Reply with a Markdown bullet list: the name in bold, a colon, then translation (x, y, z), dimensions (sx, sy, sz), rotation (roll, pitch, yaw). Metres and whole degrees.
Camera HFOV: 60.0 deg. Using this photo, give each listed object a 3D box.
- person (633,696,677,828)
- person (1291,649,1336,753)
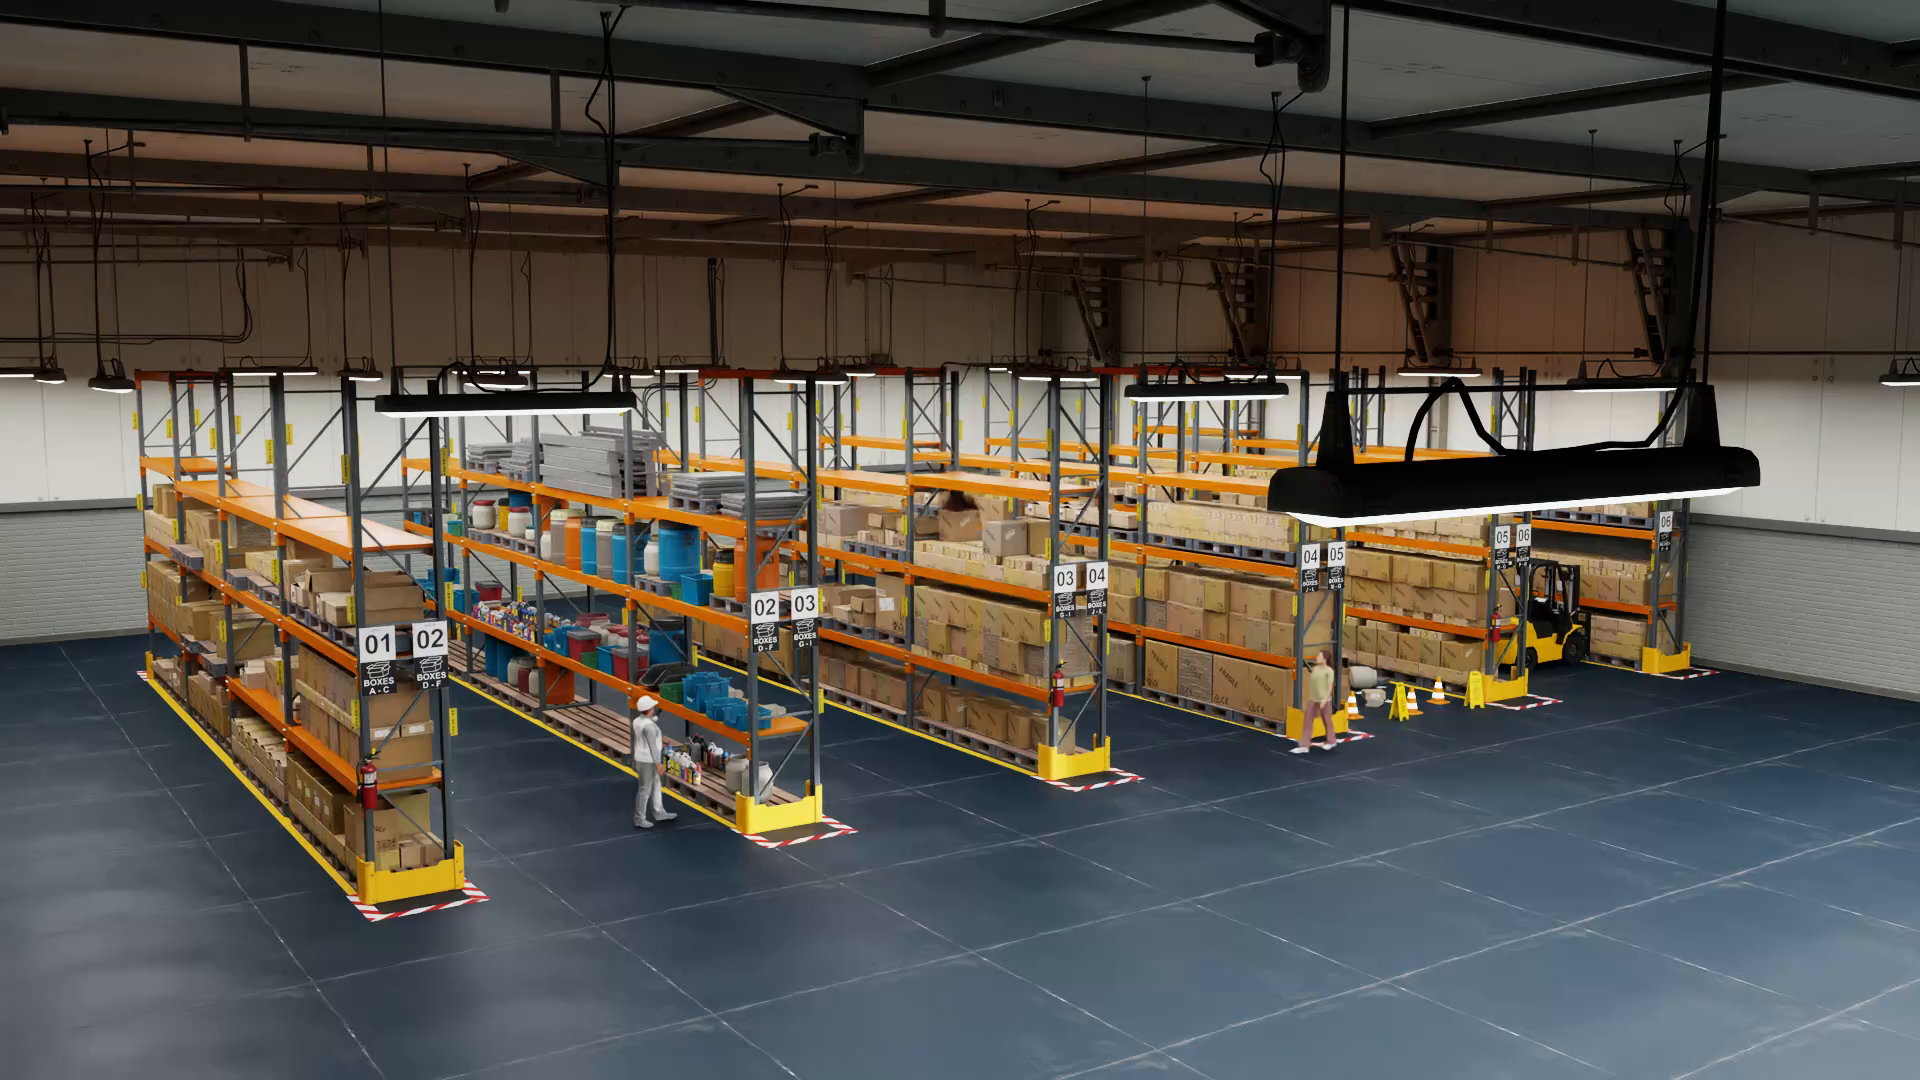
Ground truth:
- **person**: translation (-4.101, 2.948, 22.285), dimensions (0.577, 1.766, 0.577), rotation (-1, 7, -11)
- **person**: translation (5.643, 2.545, 26.254), dimensions (0.905, 1.618, 0.493), rotation (-6, 9, -44)
